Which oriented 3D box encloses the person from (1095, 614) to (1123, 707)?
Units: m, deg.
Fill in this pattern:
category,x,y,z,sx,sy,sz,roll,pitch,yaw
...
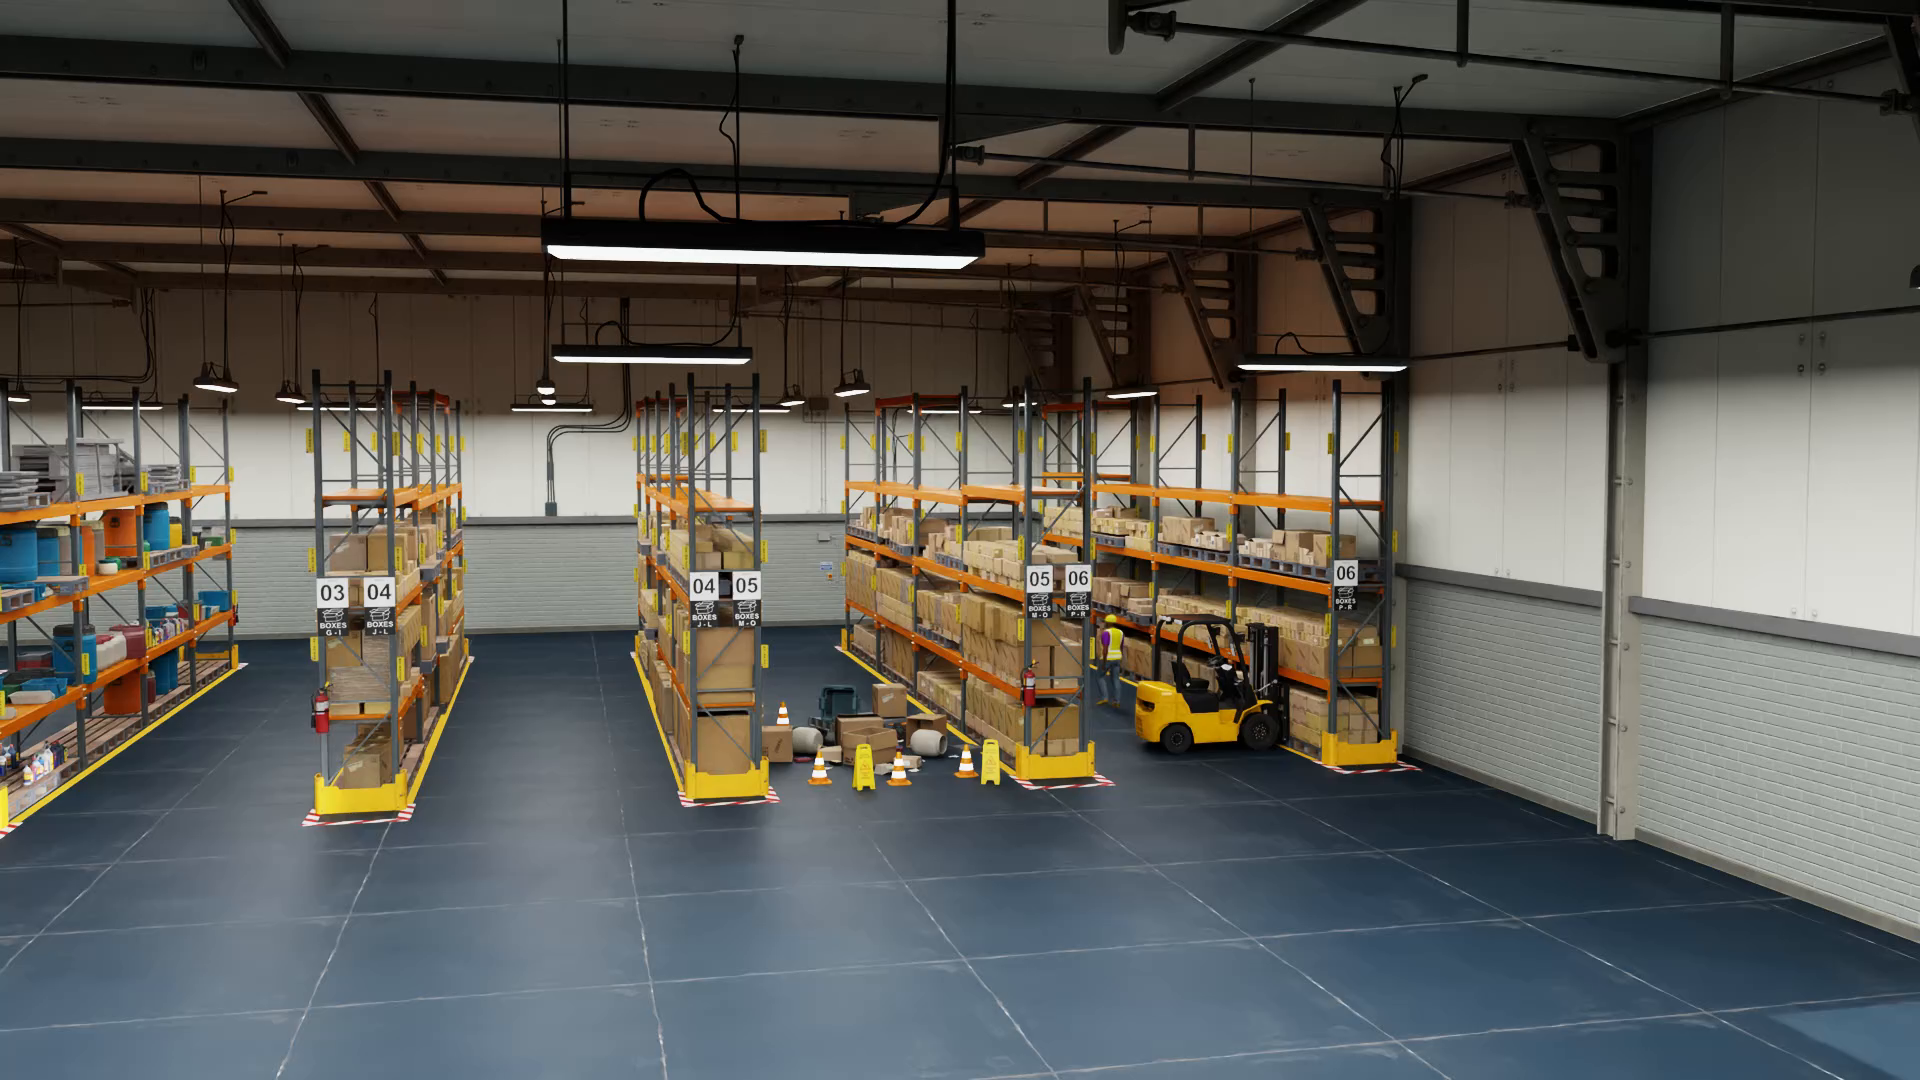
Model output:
category,x,y,z,sx,sy,sz,roll,pitch,yaw
person,2.893,2.294,31.573,0.588,1.757,0.580,-2,4,-29
